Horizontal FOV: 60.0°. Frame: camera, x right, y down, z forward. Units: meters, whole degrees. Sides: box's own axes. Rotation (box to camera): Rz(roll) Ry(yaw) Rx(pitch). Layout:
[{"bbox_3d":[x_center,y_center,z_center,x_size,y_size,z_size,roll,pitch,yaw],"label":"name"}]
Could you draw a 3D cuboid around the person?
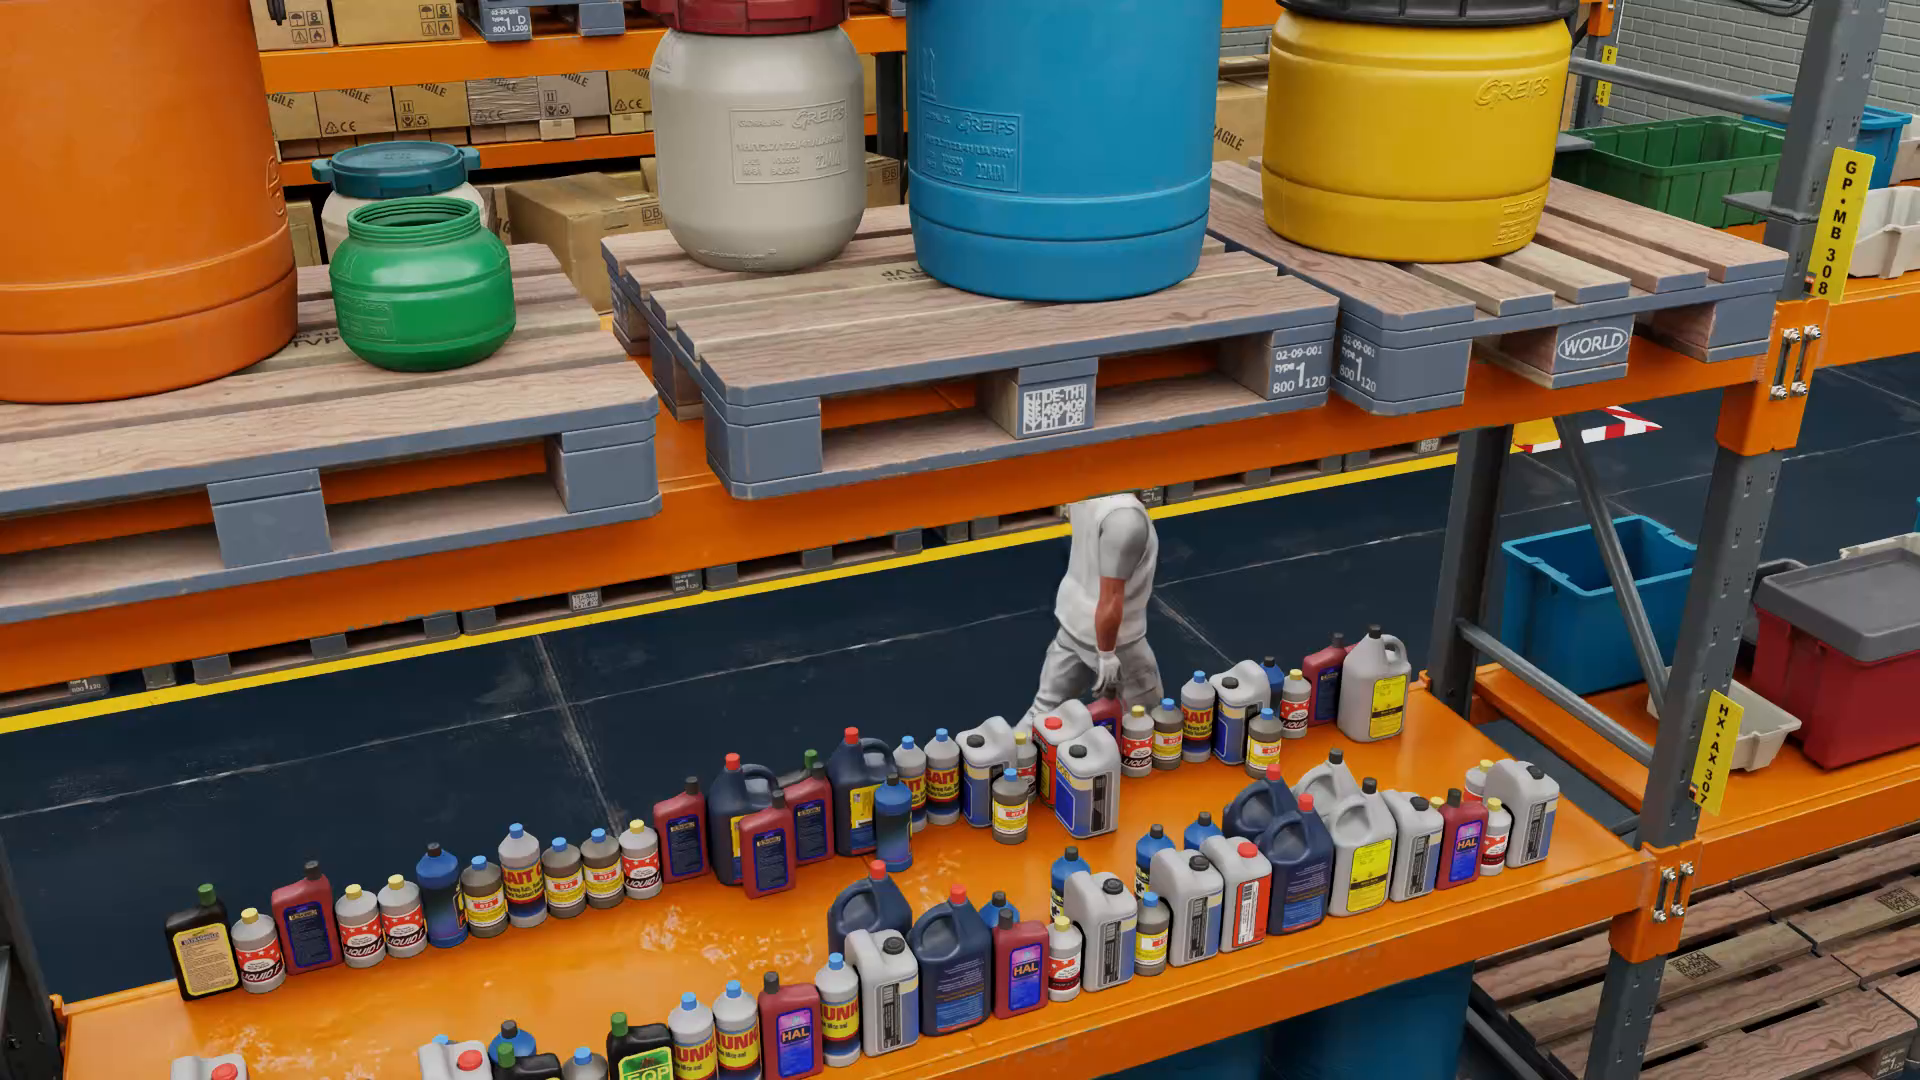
[{"bbox_3d":[0.595,0.322,6.388,1.001,1.731,0.552,-9,27,-18],"label":"person"}]
